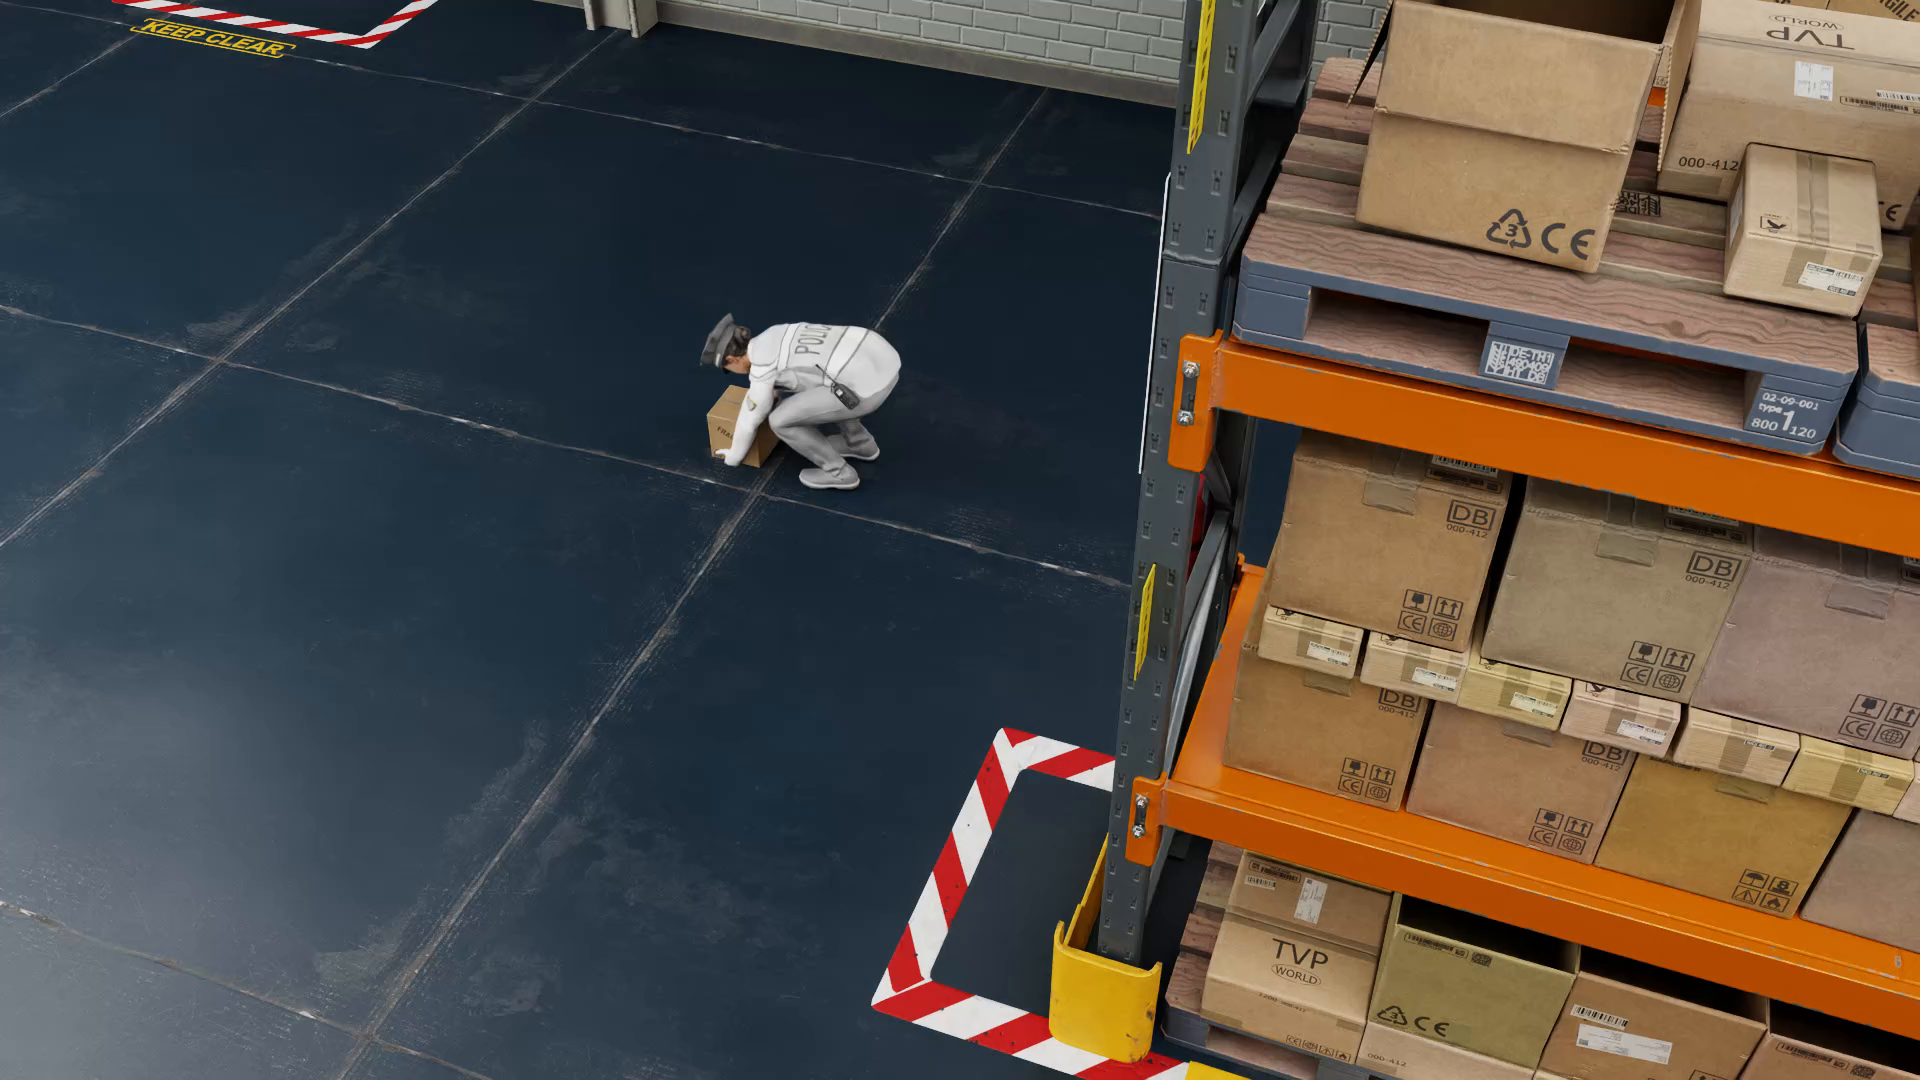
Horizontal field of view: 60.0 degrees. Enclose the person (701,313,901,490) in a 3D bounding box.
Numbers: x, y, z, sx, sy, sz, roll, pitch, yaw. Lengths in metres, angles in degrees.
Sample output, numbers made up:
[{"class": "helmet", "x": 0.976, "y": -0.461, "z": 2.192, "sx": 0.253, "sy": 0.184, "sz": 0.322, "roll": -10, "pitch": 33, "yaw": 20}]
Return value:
[{"class": "person", "x": -0.722, "y": -0.643, "z": 7.582, "sx": 0.914, "sy": 0.760, "sz": 0.459, "roll": 13, "pitch": 43, "yaw": 14}]
